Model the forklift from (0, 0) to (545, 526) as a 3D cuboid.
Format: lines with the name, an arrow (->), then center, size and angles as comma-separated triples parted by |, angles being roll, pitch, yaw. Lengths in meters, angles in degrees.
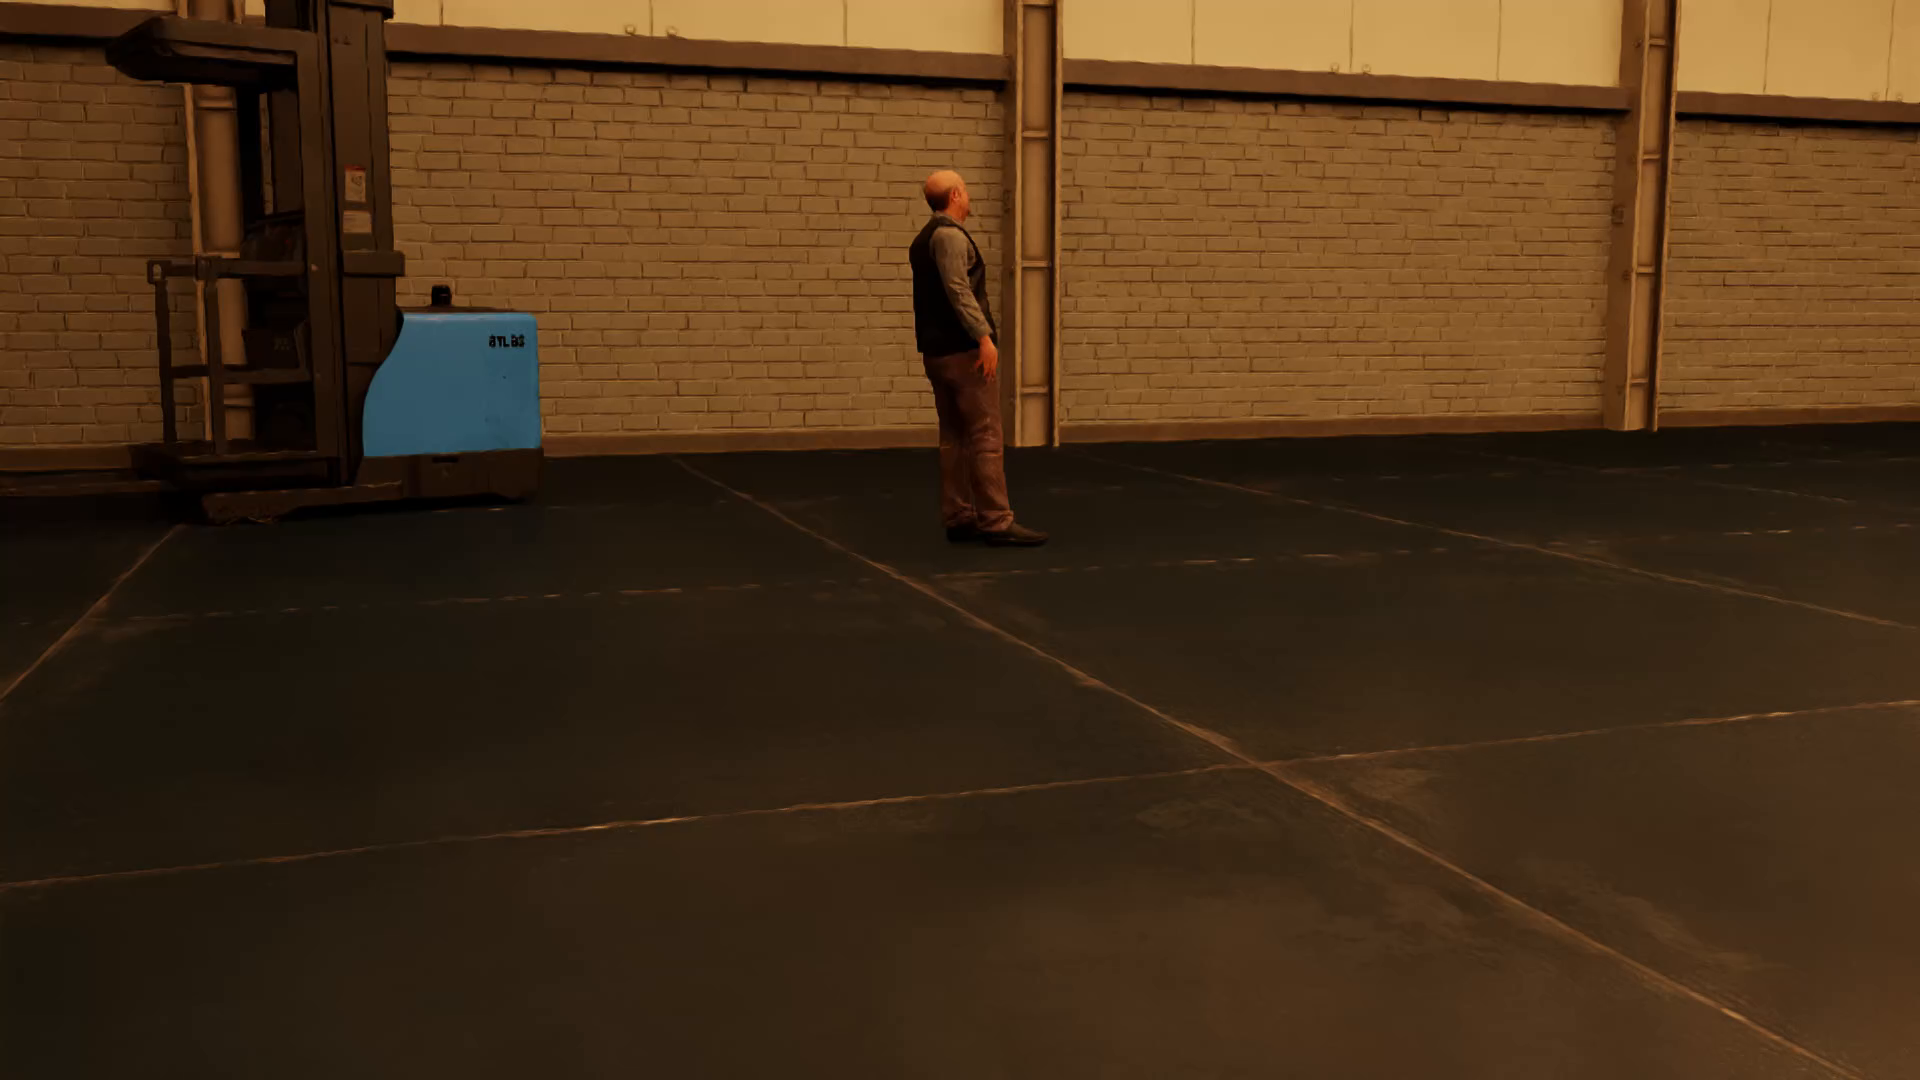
forklift -> -3.861, -1.605, 8.851 | 3.031, 2.935, 1.130 | -6, 10, -38

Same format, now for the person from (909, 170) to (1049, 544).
person -> 0.062, -0.862, 7.819 | 0.567, 1.720, 0.632 | -3, 8, -18
